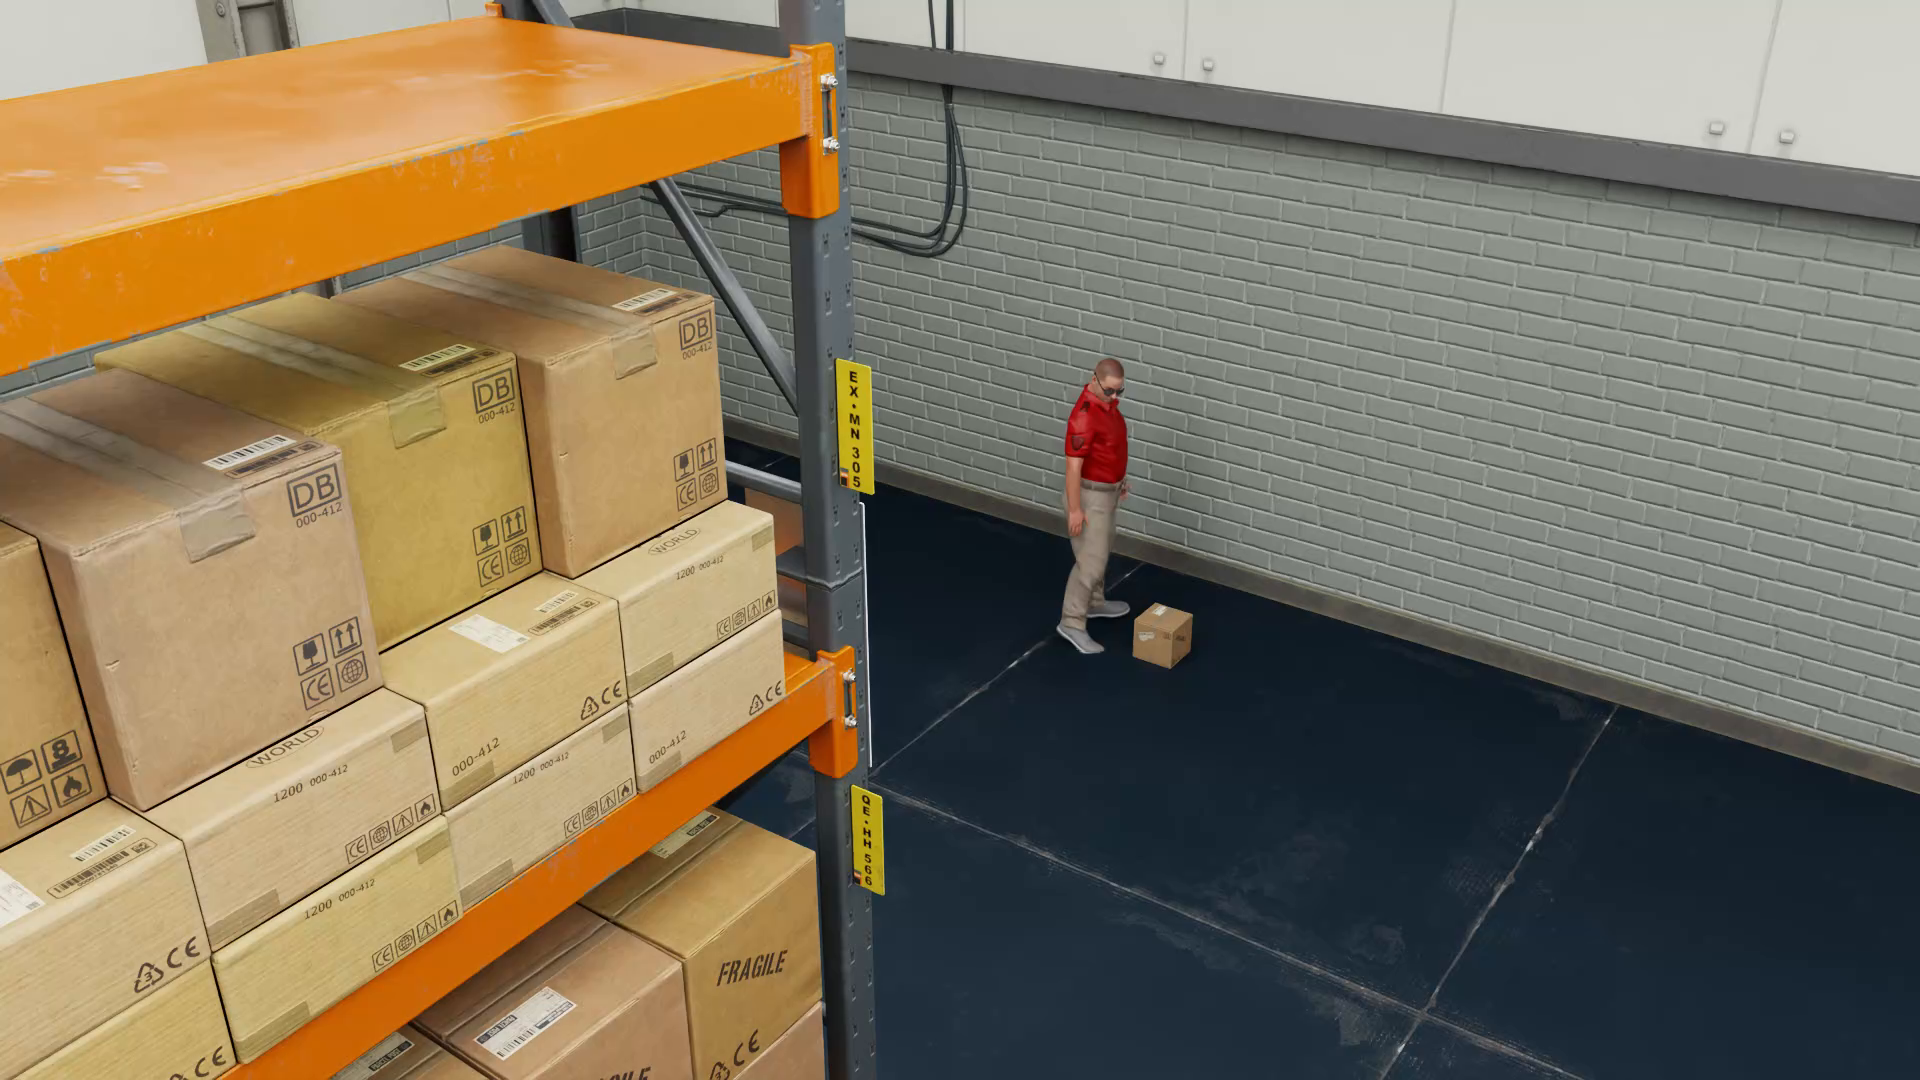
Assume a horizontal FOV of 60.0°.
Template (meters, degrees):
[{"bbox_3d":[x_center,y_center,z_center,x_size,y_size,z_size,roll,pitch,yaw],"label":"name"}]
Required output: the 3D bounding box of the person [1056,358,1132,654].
[{"bbox_3d":[0.801,-0.233,9.623,0.380,1.764,0.636,7,27,13],"label":"person"}]
